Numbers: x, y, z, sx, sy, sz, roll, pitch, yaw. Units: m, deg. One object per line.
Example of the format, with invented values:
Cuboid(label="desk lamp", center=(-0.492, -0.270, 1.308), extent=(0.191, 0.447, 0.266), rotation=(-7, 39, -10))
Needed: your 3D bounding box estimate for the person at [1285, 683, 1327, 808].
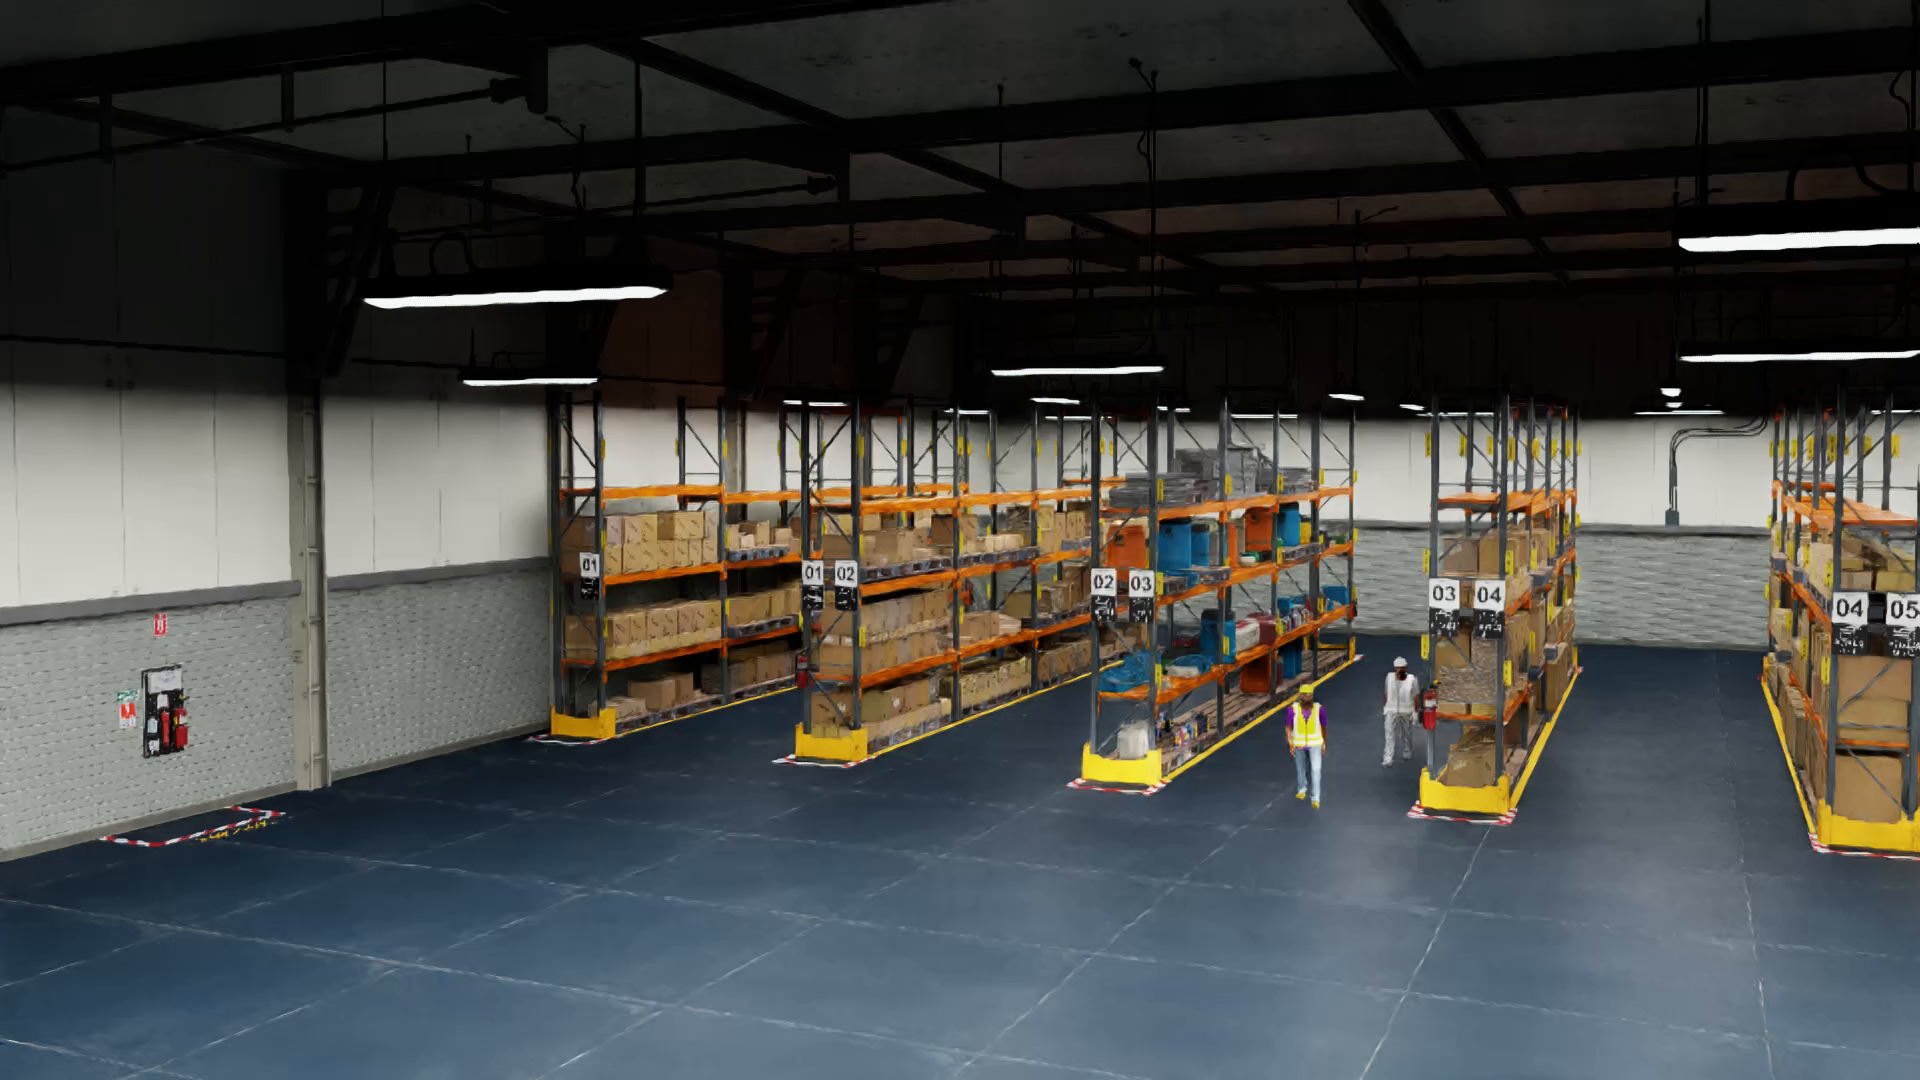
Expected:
Cuboid(label="person", center=(4.836, 2.853, 23.277), extent=(0.571, 1.708, 1.035), rotation=(1, 3, 15))

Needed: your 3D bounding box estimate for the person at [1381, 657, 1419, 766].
Cuboid(label="person", center=(6.938, 2.682, 26.196), extent=(0.564, 1.704, 1.112), rotation=(1, 3, 22))

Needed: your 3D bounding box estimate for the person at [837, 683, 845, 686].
Cuboid(label="person", center=(-2.187, 2.436, 30.714), extent=(0.553, 1.709, 1.123), rotation=(2, 4, 26))

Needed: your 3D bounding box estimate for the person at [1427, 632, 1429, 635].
Cuboid(label="person", center=(9.699, 2.306, 33.385), extent=(0.682, 1.715, 0.542), rotation=(1, 3, 22))
